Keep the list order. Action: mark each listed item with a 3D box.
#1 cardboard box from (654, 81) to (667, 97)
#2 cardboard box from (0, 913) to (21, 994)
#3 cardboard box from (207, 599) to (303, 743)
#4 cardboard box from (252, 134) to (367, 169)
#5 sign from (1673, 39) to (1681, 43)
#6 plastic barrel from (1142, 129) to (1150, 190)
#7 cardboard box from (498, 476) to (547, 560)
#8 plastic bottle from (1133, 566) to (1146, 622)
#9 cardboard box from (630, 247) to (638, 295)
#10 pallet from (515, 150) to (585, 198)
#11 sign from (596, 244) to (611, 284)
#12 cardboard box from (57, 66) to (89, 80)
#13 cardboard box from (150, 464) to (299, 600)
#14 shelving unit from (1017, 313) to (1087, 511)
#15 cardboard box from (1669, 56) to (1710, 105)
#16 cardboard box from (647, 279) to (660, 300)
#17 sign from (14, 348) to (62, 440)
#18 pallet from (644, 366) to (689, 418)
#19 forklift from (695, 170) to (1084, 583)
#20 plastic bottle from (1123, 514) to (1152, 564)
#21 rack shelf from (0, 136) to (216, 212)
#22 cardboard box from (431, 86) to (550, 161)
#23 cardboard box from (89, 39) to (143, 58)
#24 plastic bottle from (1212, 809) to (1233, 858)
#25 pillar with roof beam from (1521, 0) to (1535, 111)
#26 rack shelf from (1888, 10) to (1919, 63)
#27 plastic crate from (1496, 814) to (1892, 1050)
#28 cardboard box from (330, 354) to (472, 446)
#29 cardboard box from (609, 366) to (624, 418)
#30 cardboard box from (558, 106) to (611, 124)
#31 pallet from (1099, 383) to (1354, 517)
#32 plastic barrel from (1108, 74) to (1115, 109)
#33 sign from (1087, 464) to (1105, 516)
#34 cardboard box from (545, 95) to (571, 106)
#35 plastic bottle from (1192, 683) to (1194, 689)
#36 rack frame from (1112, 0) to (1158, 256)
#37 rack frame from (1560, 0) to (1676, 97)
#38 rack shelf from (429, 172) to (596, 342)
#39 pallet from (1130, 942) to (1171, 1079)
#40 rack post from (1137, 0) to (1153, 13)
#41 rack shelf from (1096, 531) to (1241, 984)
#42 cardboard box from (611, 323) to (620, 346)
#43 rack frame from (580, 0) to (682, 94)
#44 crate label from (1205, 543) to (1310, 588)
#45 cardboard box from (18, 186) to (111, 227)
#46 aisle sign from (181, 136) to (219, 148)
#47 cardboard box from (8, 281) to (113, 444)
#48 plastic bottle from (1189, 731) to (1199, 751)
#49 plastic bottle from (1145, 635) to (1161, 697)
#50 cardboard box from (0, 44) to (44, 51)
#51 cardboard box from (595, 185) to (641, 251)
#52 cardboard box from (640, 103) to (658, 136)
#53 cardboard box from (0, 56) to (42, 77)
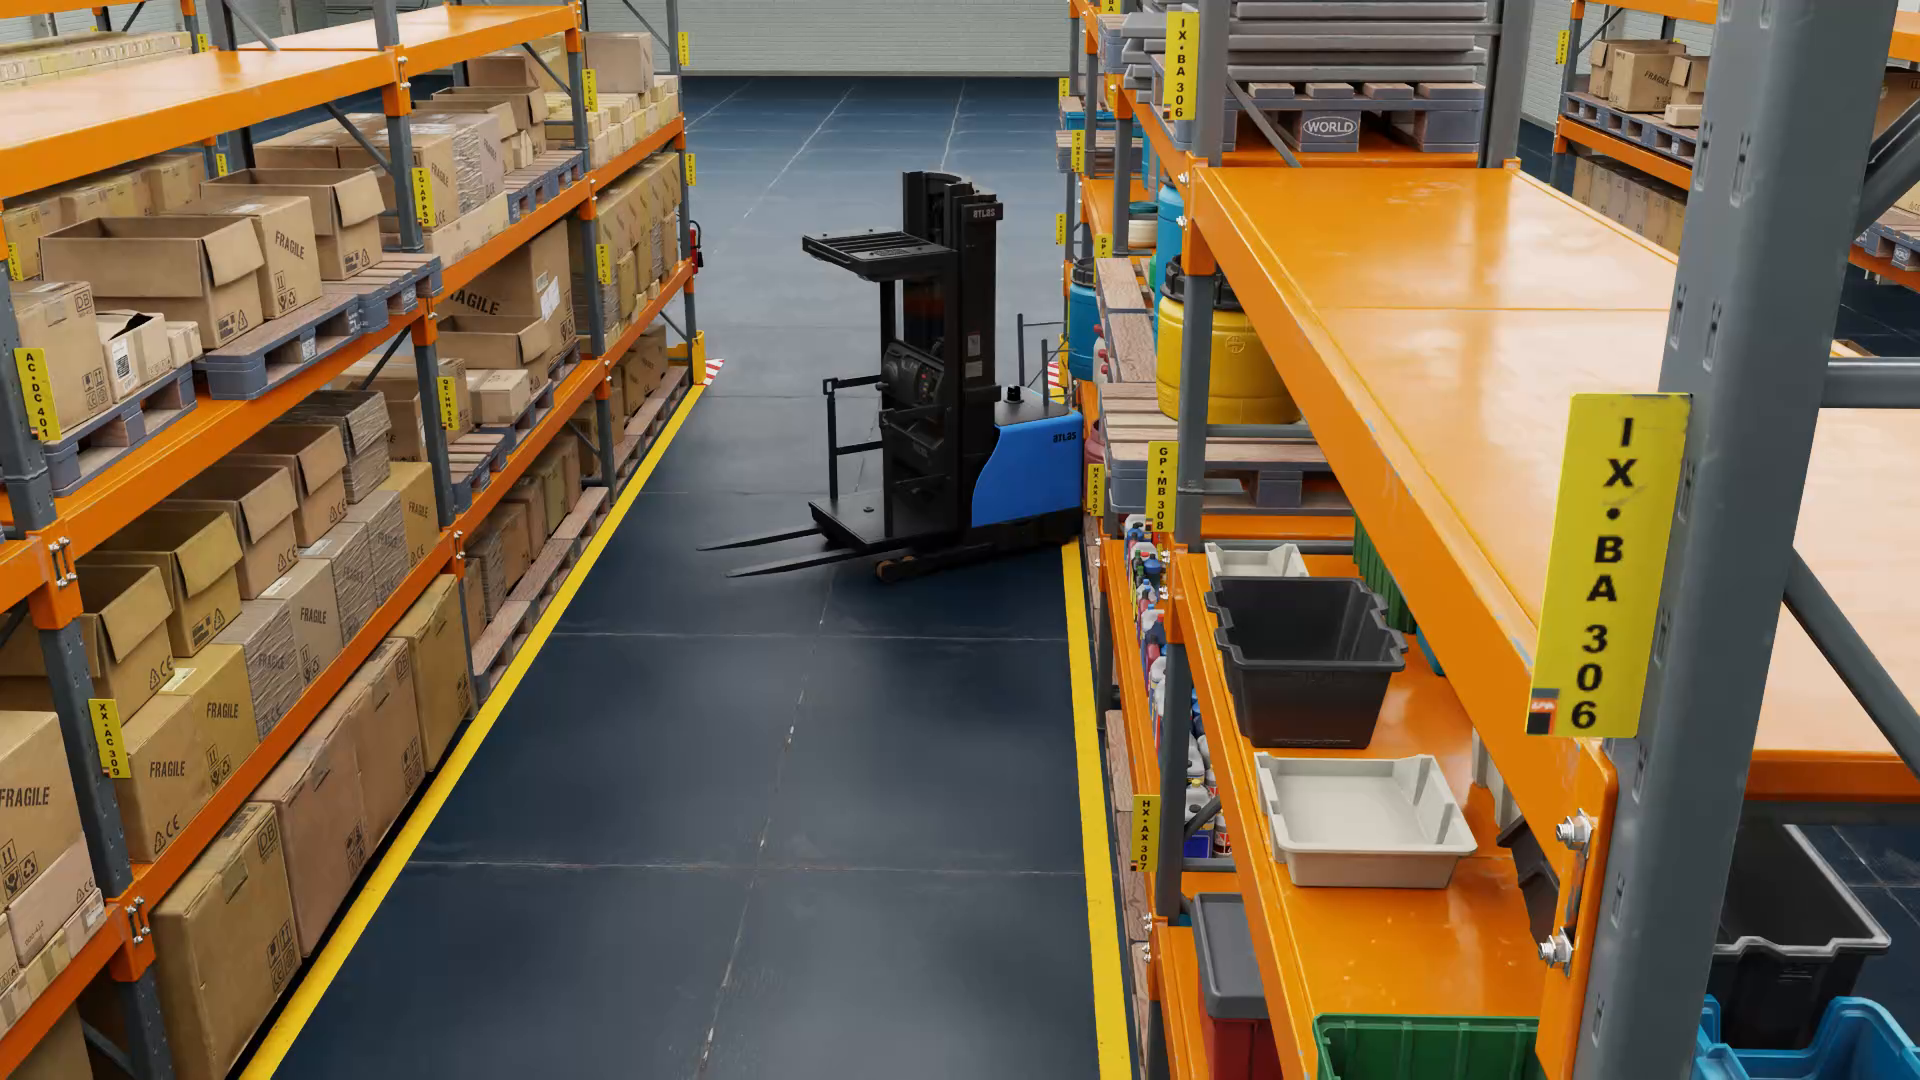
[{"bbox_3d":[-3.067,-4.383,16.187,0.380,0.149,0.250,0,21,-1],"label":"cardboard box"},{"bbox_3d":[-3.476,1.454,5.430,0.500,0.250,0.500,1,21,3],"label":"cardboard box"},{"bbox_3d":[-3.417,0.601,7.696,0.500,0.500,0.500,0,21,0],"label":"cardboard box"},{"bbox_3d":[-3.825,-2.126,9.886,0.500,0.500,0.500,1,21,3],"label":"cardboard box"},{"bbox_3d":[7.097,-4.818,16.539,0.100,0.325,0.005,1,21,2],"label":"sign"},{"bbox_3d":[1.684,-3.110,12.559,0.600,0.901,0.708,1,21,2],"label":"plastic barrel"},{"bbox_3d":[-3.558,-0.162,12.648,0.700,0.500,0.500,-1,21,-3],"label":"cardboard box"},{"bbox_3d":[0.954,0.288,8.802,0.061,0.283,0.133,1,21,2],"label":"plastic bottle"},{"bbox_3d":[-3.427,-2.429,15.092,0.875,0.500,0.500,1,21,2],"label":"cardboard box"},{"bbox_3d":[-3.593,-2.808,12.732,1.213,0.211,1.003,1,21,2],"label":"pallet"},{"bbox_3d":[-2.913,-2.254,13.591,0.100,0.325,0.005,1,21,2],"label":"sign"},{"bbox_3d":[-8.099,-4.058,14.772,0.500,0.250,0.500,0,21,1],"label":"cardboard box"},{"bbox_3d":[-3.664,-0.045,7.972,0.797,0.503,0.637,1,21,3],"label":"cardboard box"},{"bbox_3d":[0.842,-1.058,13.831,0.587,1.500,1.083,-5,20,-8],"label":"shelving unit"},{"bbox_3d":[6.610,-3.910,14.396,0.797,0.503,0.637,3,21,8],"label":"cardboard box"},{"bbox_3d":[-3.089,-2.399,15.913,0.380,0.149,0.250,1,21,2],"label":"cardboard box"},{"bbox_3d":[-3.156,-0.497,5.693,0.100,0.325,0.005,1,21,2],"label":"sign"},{"bbox_3d":[-3.409,-1.544,17.217,1.003,0.211,1.213,1,21,2],"label":"pallet"},{"bbox_3d":[-0.546,-1.258,12.719,3.031,2.935,1.130,-11,24,-27],"label":"forklift"},{"bbox_3d":[1.025,-0.007,9.573,0.152,0.276,0.135,1,21,2],"label":"plastic bottle"},{"bbox_3d":[-8.362,-3.596,15.498,1.077,0.370,4.000,1,21,2],"label":"rack shelf"},{"bbox_3d":[-3.581,-3.192,12.740,0.797,0.503,0.637,0,21,-1],"label":"cardboard box"},{"bbox_3d":[-8.004,-4.659,15.770,0.380,0.149,0.250,1,21,2],"label":"cardboard box"},{"bbox_3d":[1.054,1.169,6.643,0.097,0.201,0.097,0,21,0],"label":"plastic bottle"},{"bbox_3d":[8.777,-14.261,37.843,9.100,9.000,0.400,1,21,2],"label":"pillar with roof beam"},{"bbox_3d":[6.373,-3.160,10.782,1.077,0.370,4.000,1,21,2],"label":"rack shelf"},{"bbox_3d":[1.439,0.755,3.374,0.504,0.338,0.767,1,21,2],"label":"plastic crate"},{"bbox_3d":[-3.696,-0.914,11.018,0.700,0.500,0.500,4,22,10],"label":"cardboard box"},{"bbox_3d":[-3.466,-1.326,15.675,0.500,0.500,0.500,-1,21,-3],"label":"cardboard box"},{"bbox_3d":[-3.216,-3.632,14.251,0.380,0.149,0.250,1,21,3],"label":"cardboard box"},{"bbox_3d":[1.166,-0.367,6.442,1.213,0.211,1.003,1,21,2],"label":"pallet"},{"bbox_3d":[1.697,-4.379,15.681,0.600,0.588,0.600,0,21,0],"label":"plastic barrel"},{"bbox_3d":[0.811,-0.298,9.924,0.100,0.325,0.005,1,21,2],"label":"sign"},{"bbox_3d":[-3.616,-3.927,15.013,0.380,0.149,0.250,0,21,0],"label":"cardboard box"},{"bbox_3d":[1.091,0.690,7.783,0.097,0.271,0.097,0,21,0],"label":"plastic bottle"},{"bbox_3d":[1.361,-3.015,8.859,1.000,3.000,0.127,1,21,2],"label":"rack frame"},{"bbox_3d":[6.555,-5.852,16.170,1.000,3.000,0.127,1,21,2],"label":"rack frame"},{"bbox_3d":[-3.529,-2.059,11.536,1.077,0.370,4.000,1,21,2],"label":"rack shelf"},{"bbox_3d":[1.305,2.250,7.439,1.003,0.211,1.213,1,21,2],"label":"pallet"},{"bbox_3d":[1.509,-3.842,10.713,1.013,1.000,3.121,1,21,2],"label":"rack post"},{"bbox_3d":[1.300,0.840,8.211,1.077,0.370,4.000,1,21,2],"label":"rack shelf"},{"bbox_3d":[-3.140,-1.767,14.282,0.380,0.149,0.250,1,21,2],"label":"cardboard box"},{"bbox_3d":[-3.346,-5.962,16.455,1.000,3.000,0.127,1,21,2],"label":"rack frame"},{"bbox_3d":[0.936,0.126,5.274,0.293,0.136,0.466,1,21,2],"label":"crate label"},{"bbox_3d":[-8.323,-2.910,15.183,0.875,0.550,0.550,1,21,2],"label":"cardboard box"},{"bbox_3d":[-7.999,-4.491,17.362,0.394,0.787,0.004,1,21,2],"label":"aisle sign"},{"bbox_3d":[-3.704,-0.677,6.262,0.700,0.500,0.500,1,21,3],"label":"cardboard box"},{"bbox_3d":[0.940,0.915,7.092,0.144,0.351,0.185,1,21,2],"label":"plastic bottle"},{"bbox_3d":[0.927,0.605,7.983,0.061,0.283,0.133,1,21,2],"label":"plastic bottle"},{"bbox_3d":[-8.676,-4.482,15.314,0.380,0.149,0.250,1,21,2],"label":"cardboard box"},{"bbox_3d":[-3.171,-2.892,14.904,0.500,0.500,0.500,1,21,2],"label":"cardboard box"},{"bbox_3d":[-3.143,-3.951,15.625,0.500,0.250,0.500,1,21,3],"label":"cardboard box"},{"bbox_3d":[-8.057,-4.017,14.115,0.380,0.149,0.250,0,21,1],"label":"cardboard box"}]
